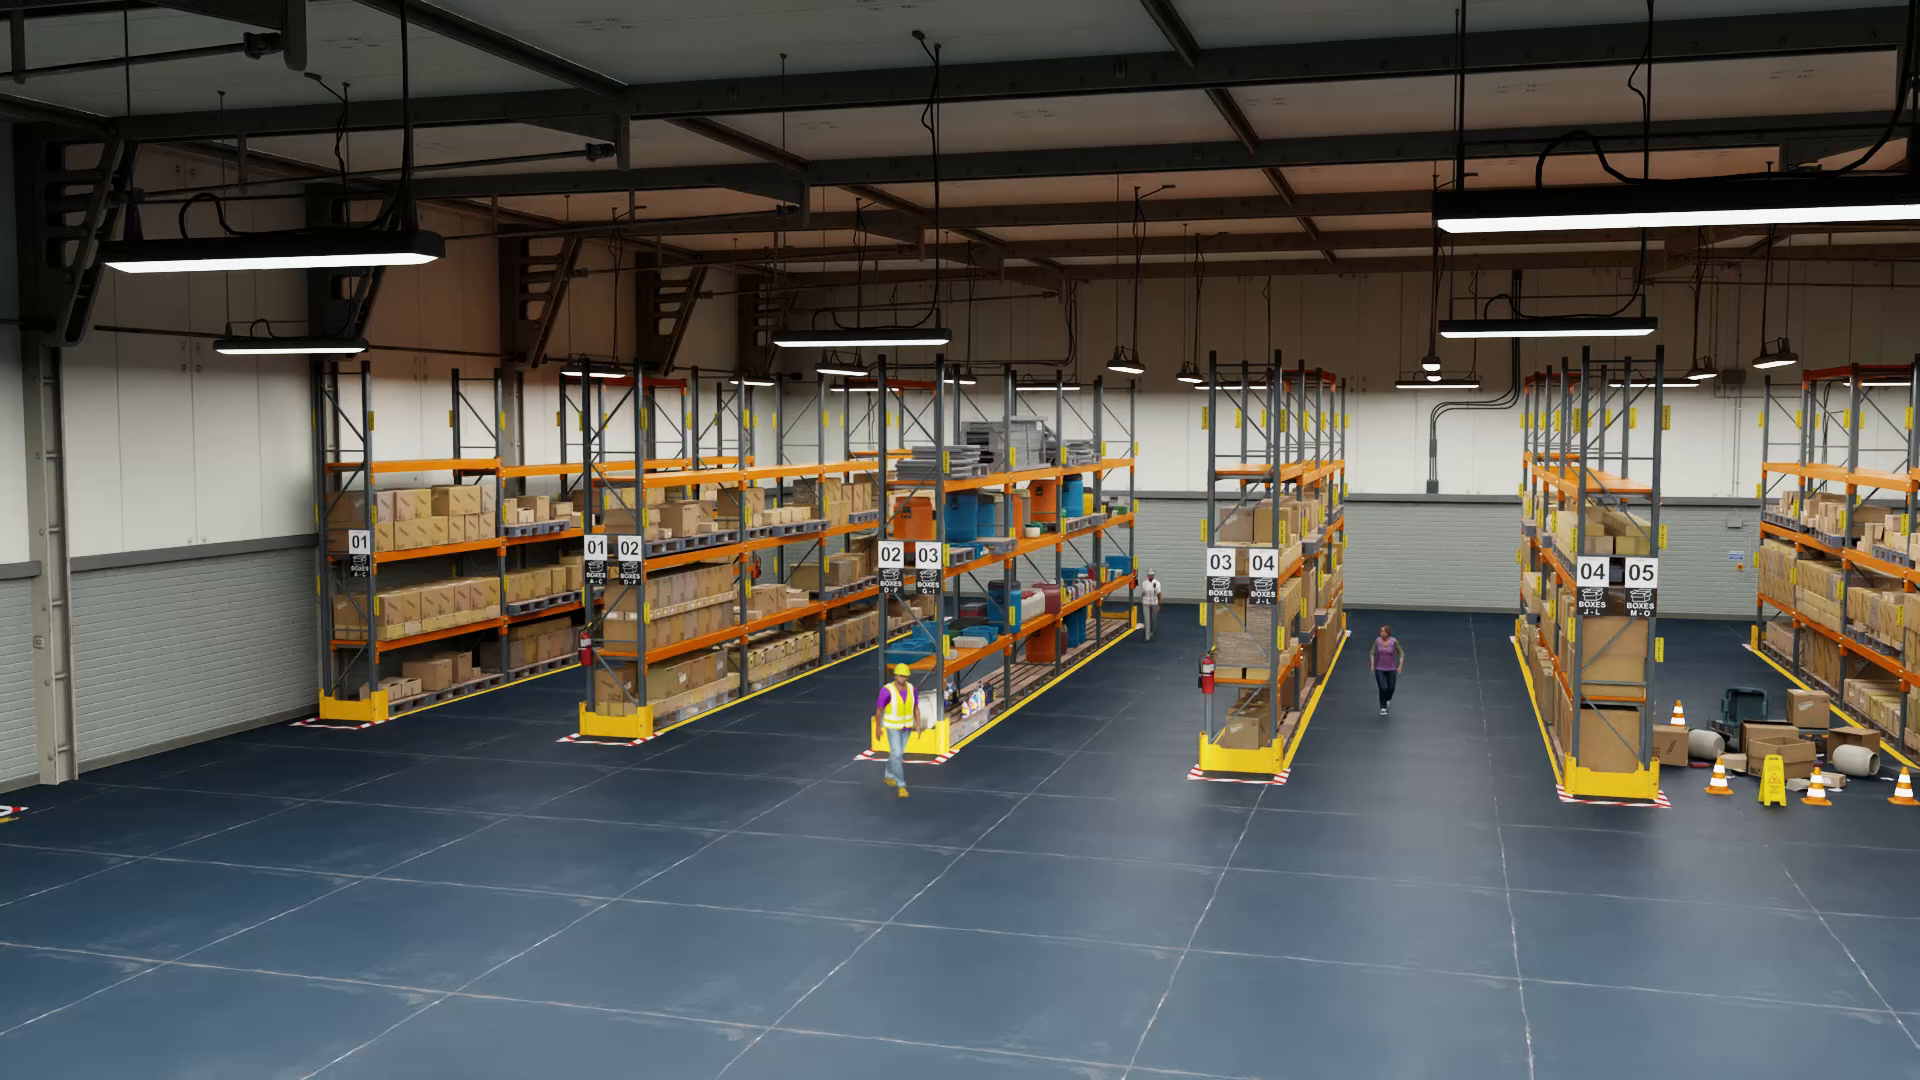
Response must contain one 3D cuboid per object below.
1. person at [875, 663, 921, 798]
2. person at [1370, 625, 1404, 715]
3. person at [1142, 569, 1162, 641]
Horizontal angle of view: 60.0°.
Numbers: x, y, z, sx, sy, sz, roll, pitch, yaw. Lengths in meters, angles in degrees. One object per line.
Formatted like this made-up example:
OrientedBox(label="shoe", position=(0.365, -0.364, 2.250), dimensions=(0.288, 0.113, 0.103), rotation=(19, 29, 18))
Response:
OrientedBox(label="person", position=(-0.797, 2.515, 22.363), dimensions=(0.592, 1.718, 0.951), rotation=(-3, 5, -37))
OrientedBox(label="person", position=(7.296, 2.209, 28.428), dimensions=(0.576, 1.541, 0.487), rotation=(1, 4, 9))
OrientedBox(label="person", position=(4.380, 1.459, 38.009), dimensions=(0.443, 1.617, 1.068), rotation=(0, 4, 1))
